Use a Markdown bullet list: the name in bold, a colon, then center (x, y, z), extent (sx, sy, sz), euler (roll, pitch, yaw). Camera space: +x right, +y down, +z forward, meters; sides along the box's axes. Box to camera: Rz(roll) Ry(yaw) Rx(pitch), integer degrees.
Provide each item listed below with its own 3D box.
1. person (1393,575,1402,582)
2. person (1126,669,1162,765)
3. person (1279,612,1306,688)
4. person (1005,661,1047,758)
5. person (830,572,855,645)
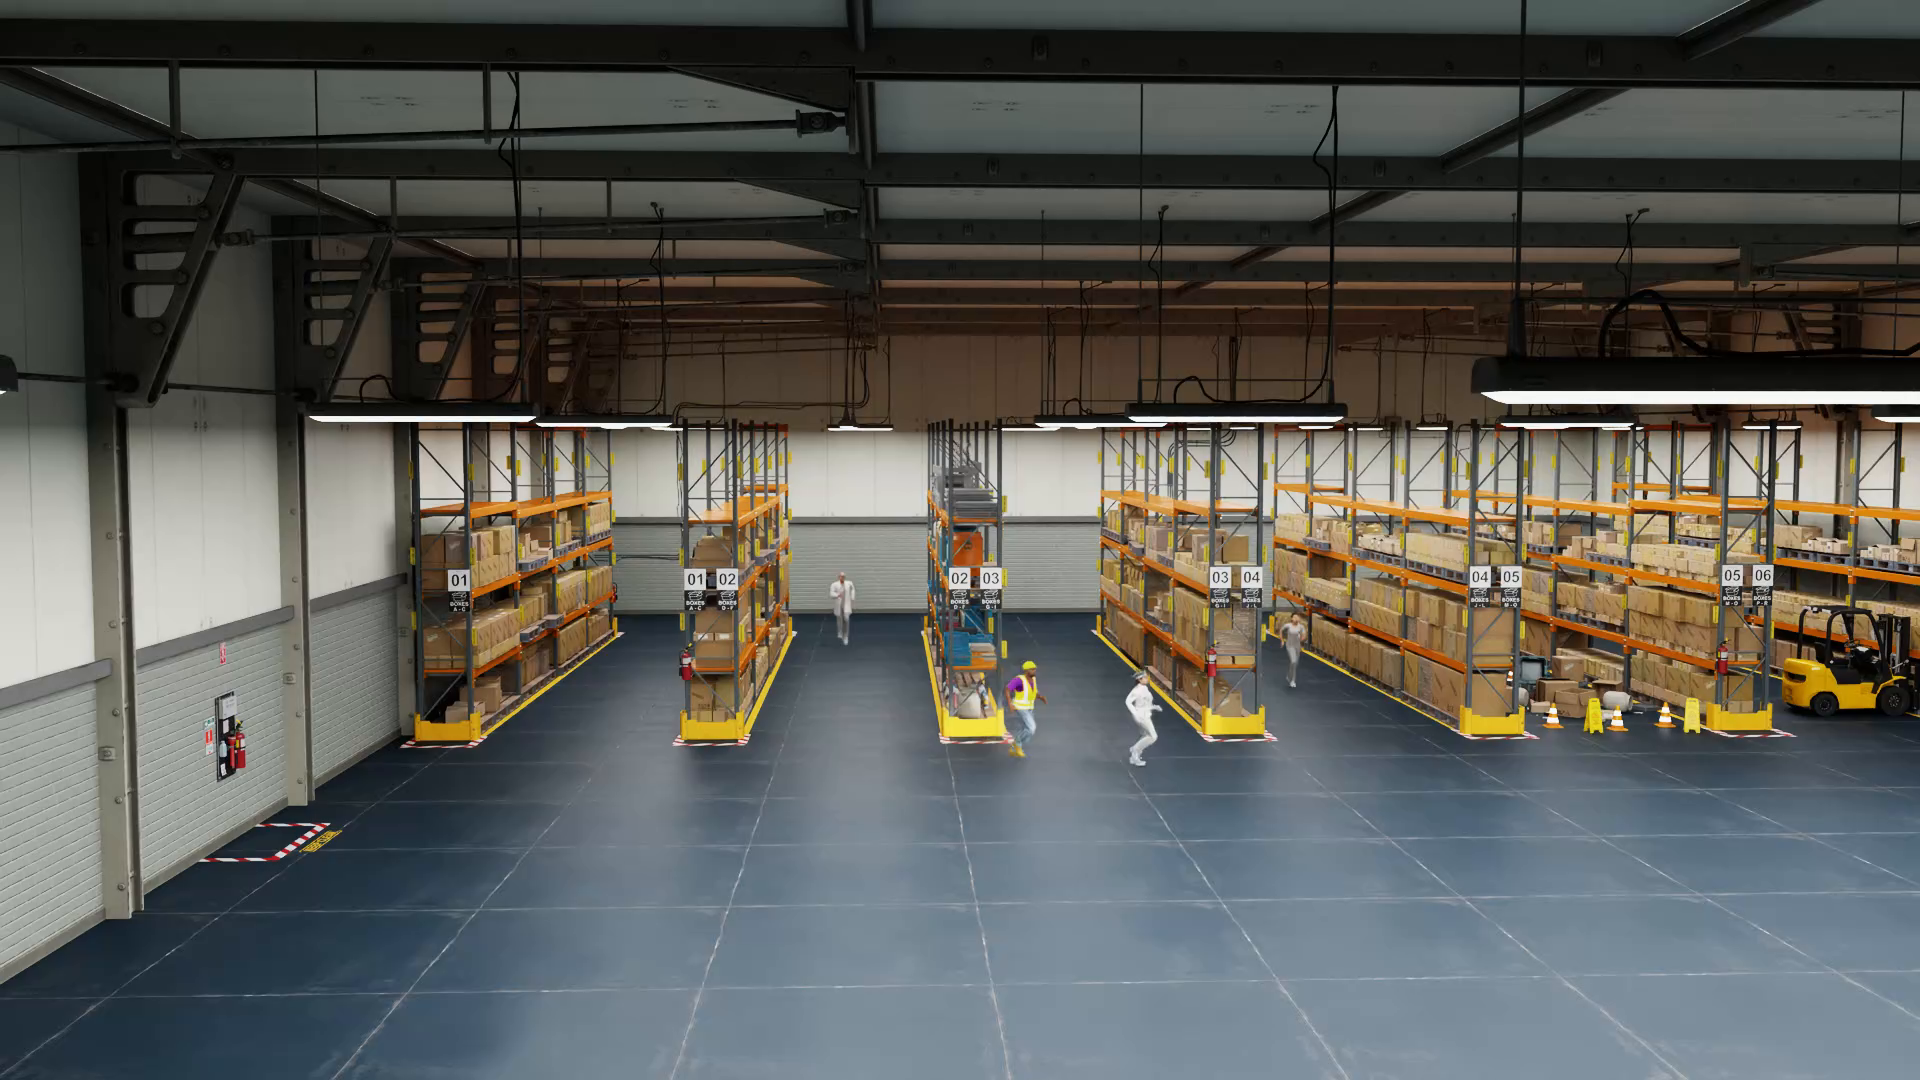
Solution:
- **person**: center (13.308, 1.765, 49.315), extent (1.045, 1.627, 0.691), euler (0, 4, 6)
- **person**: center (3.187, 3.054, 28.617), extent (0.560, 1.657, 0.599), euler (1, 4, 22)
- **person**: center (7.547, 2.480, 37.644), extent (0.527, 1.712, 0.816), euler (-1, 4, -11)
- **person**: center (1.176, 2.986, 29.414), extent (0.683, 1.711, 0.723), euler (3, 4, 35)
- **person**: center (-3.082, 1.783, 43.605), extent (0.668, 1.895, 0.878), euler (0, 4, -7)
